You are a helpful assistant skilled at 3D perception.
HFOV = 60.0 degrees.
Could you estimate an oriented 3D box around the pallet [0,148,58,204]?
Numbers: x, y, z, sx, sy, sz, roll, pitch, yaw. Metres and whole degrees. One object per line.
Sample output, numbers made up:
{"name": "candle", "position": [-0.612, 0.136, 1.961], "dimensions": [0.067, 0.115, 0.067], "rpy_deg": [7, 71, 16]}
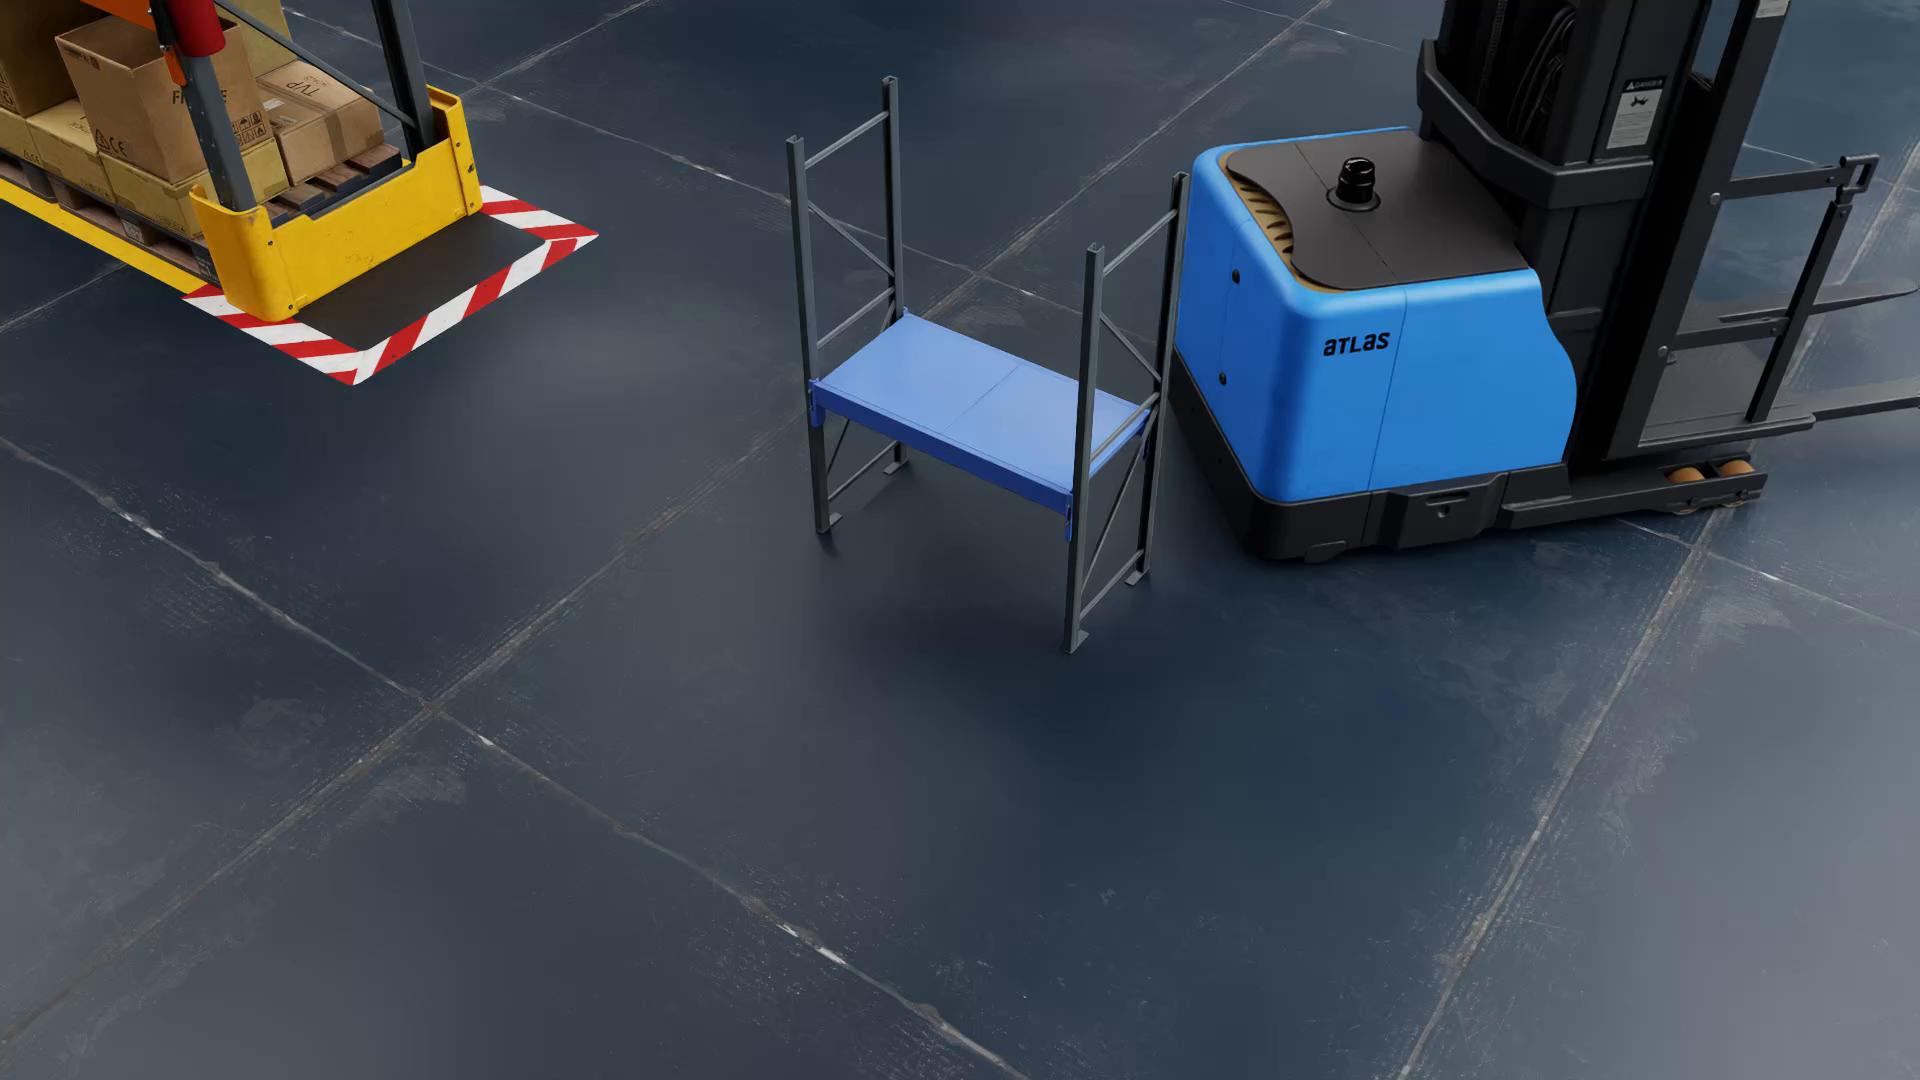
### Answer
{"name": "pallet", "position": [-4.242, -2.074, 7.909], "dimensions": [1.213, 0.211, 1.003], "rpy_deg": [25, 48, 25]}

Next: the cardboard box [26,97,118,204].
{"name": "cardboard box", "position": [-3.623, -1.736, 7.188], "dimensions": [0.500, 0.250, 0.500], "rpy_deg": [25, 48, 25]}

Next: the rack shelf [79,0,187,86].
{"name": "rack shelf", "position": [-4.235, -2.873, 7.251], "dimensions": [4.000, 0.370, 1.077], "rpy_deg": [25, 48, 25]}

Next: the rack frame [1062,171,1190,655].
{"name": "rack frame", "position": [0.486, -0.332, 4.996], "dimensions": [0.032, 1.500, 0.500], "rpy_deg": [25, 48, 25]}

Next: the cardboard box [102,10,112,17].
{"name": "cardboard box", "position": [-3.736, -2.488, 7.466], "dimensions": [0.500, 0.500, 0.500], "rpy_deg": [25, 48, 25]}

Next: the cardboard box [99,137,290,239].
{"name": "cardboard box", "position": [-3.206, -1.551, 6.981], "dimensions": [0.500, 0.250, 0.500], "rpy_deg": [25, 48, 25]}

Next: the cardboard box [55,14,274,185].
{"name": "cardboard box", "position": [-3.208, -1.830, 6.730], "dimensions": [0.500, 0.500, 0.500], "rpy_deg": [25, 48, 25]}

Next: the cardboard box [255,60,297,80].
{"name": "cardboard box", "position": [-3.320, -2.023, 7.509], "dimensions": [0.500, 0.250, 0.500], "rpy_deg": [25, 48, 25]}

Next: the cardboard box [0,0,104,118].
{"name": "cardboard box", "position": [-4.035, -2.204, 7.149], "dimensions": [0.500, 0.500, 0.500], "rpy_deg": [25, 48, 25]}

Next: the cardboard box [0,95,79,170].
{"name": "cardboard box", "position": [-4.033, -1.927, 7.401], "dimensions": [0.500, 0.250, 0.500], "rpy_deg": [25, 48, 25]}

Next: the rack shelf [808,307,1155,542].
{"name": "rack shelf", "position": [0.070, -0.392, 5.333], "dimensions": [1.000, 0.185, 0.538], "rpy_deg": [25, 48, 25]}

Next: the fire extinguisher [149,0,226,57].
{"name": "fire extinguisher", "position": [-2.768, -2.048, 5.847], "dimensions": [0.183, 0.674, 0.296], "rpy_deg": [25, 48, 25]}

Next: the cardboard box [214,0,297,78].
{"name": "cardboard box", "position": [-3.319, -2.304, 7.260], "dimensions": [0.500, 0.500, 0.500], "rpy_deg": [25, 48, 25]}

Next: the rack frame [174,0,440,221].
{"name": "rack frame", "position": [-2.598, -2.375, 6.155], "dimensions": [0.127, 3.000, 1.000], "rpy_deg": [25, 48, 25]}

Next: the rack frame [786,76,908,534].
{"name": "rack frame", "position": [-0.346, -0.721, 5.431], "dimensions": [0.032, 1.500, 0.500], "rpy_deg": [25, 48, 25]}

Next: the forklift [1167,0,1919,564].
{"name": "forklift", "position": [2.346, -1.518, 5.248], "dimensions": [3.031, 2.935, 1.130], "rpy_deg": [-8, 42, -9]}

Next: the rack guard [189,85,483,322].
{"name": "rack guard", "position": [-2.578, -1.435, 6.979], "dimensions": [0.348, 0.500, 1.175], "rpy_deg": [25, 48, 25]}

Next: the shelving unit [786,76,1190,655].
{"name": "shelving unit", "position": [0.070, -0.526, 5.213], "dimensions": [1.048, 1.500, 0.538], "rpy_deg": [25, 48, 25]}

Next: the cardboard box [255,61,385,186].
{"name": "cardboard box", "position": [-2.909, -1.834, 7.297], "dimensions": [0.500, 0.250, 0.500], "rpy_deg": [25, 48, 25]}

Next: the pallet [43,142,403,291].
{"name": "pallet", "position": [-3.248, -1.606, 7.387], "dimensions": [1.213, 0.211, 1.003], "rpy_deg": [25, 48, 25]}
